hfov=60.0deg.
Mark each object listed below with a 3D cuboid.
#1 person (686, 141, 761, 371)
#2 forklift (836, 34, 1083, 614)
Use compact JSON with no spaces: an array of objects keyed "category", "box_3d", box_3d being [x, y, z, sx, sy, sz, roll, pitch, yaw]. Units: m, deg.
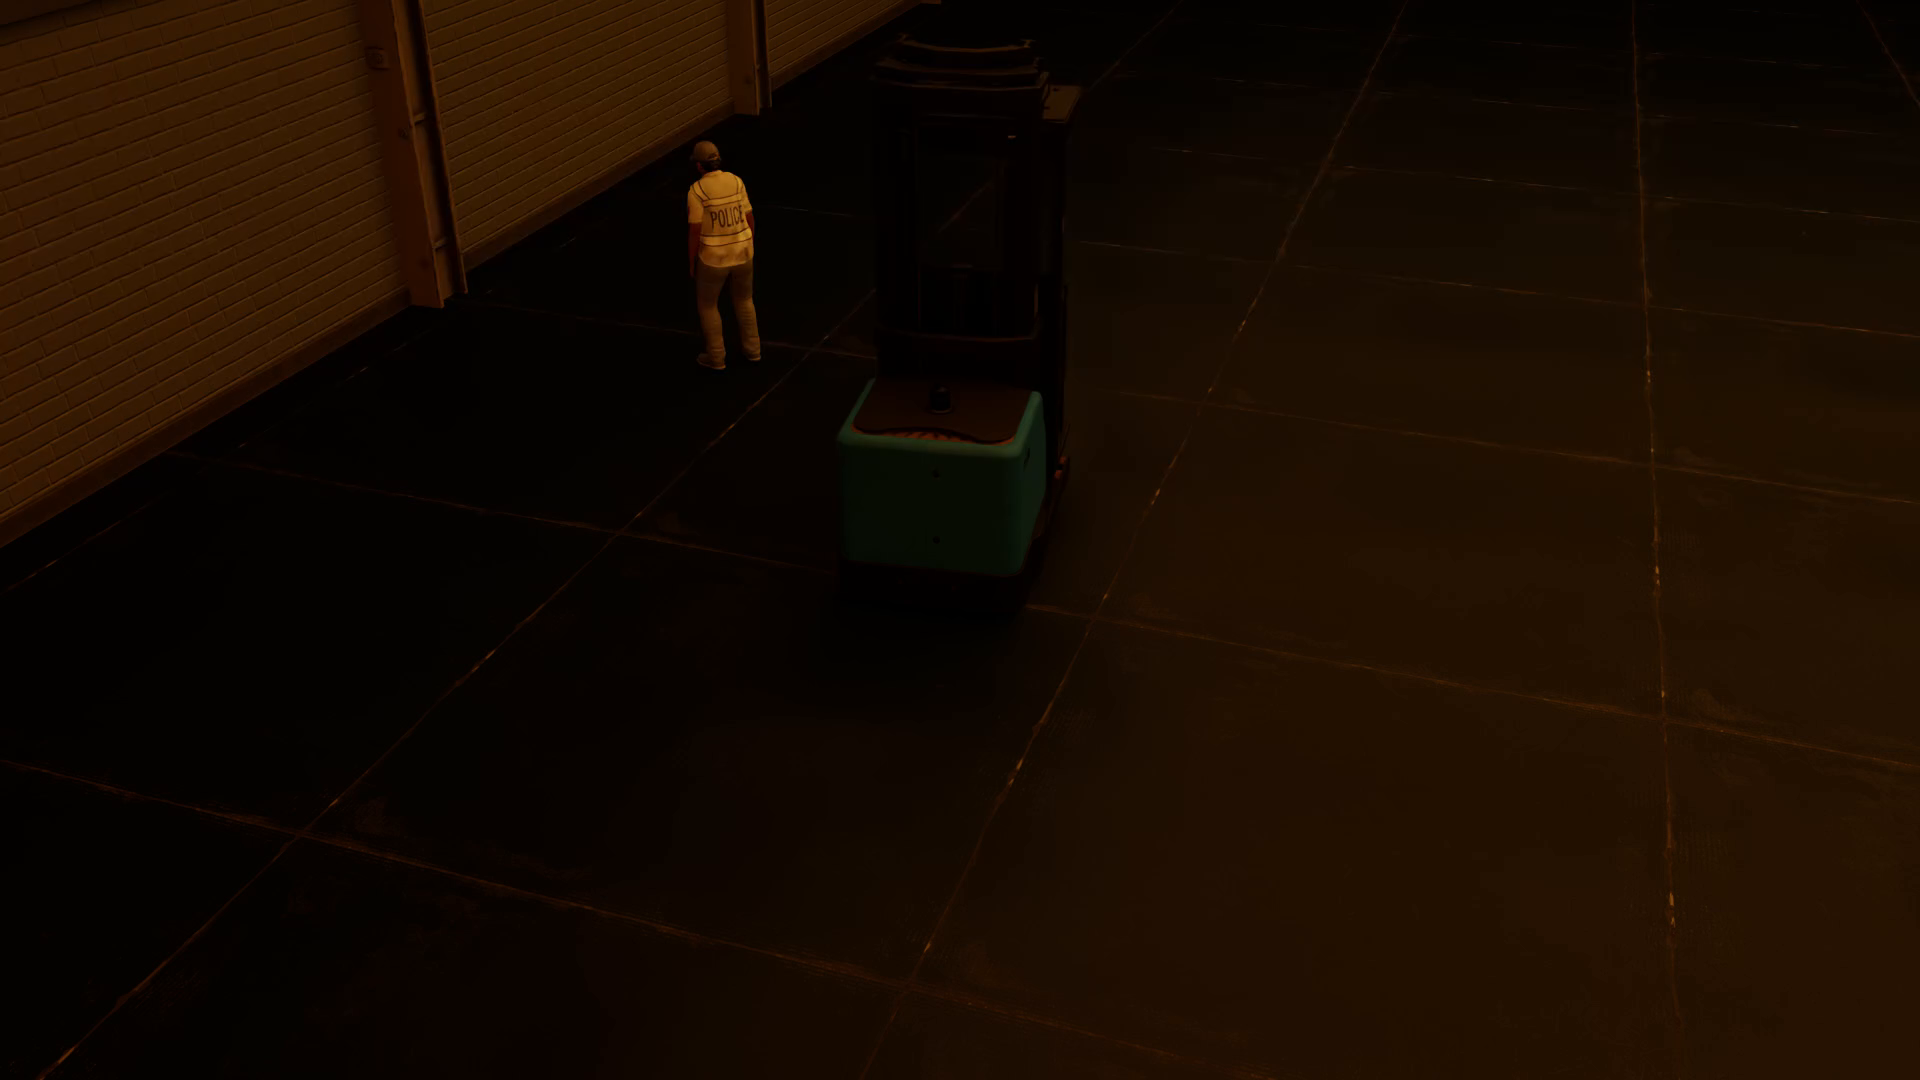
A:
[{"category":"person","box_3d":[-1.722,-2.053,12.020,0.547,1.664,0.470,-18,34,-29]},{"category":"forklift","box_3d":[0.100,-1.578,9.905,1.130,2.935,3.031,5,30,9]}]
